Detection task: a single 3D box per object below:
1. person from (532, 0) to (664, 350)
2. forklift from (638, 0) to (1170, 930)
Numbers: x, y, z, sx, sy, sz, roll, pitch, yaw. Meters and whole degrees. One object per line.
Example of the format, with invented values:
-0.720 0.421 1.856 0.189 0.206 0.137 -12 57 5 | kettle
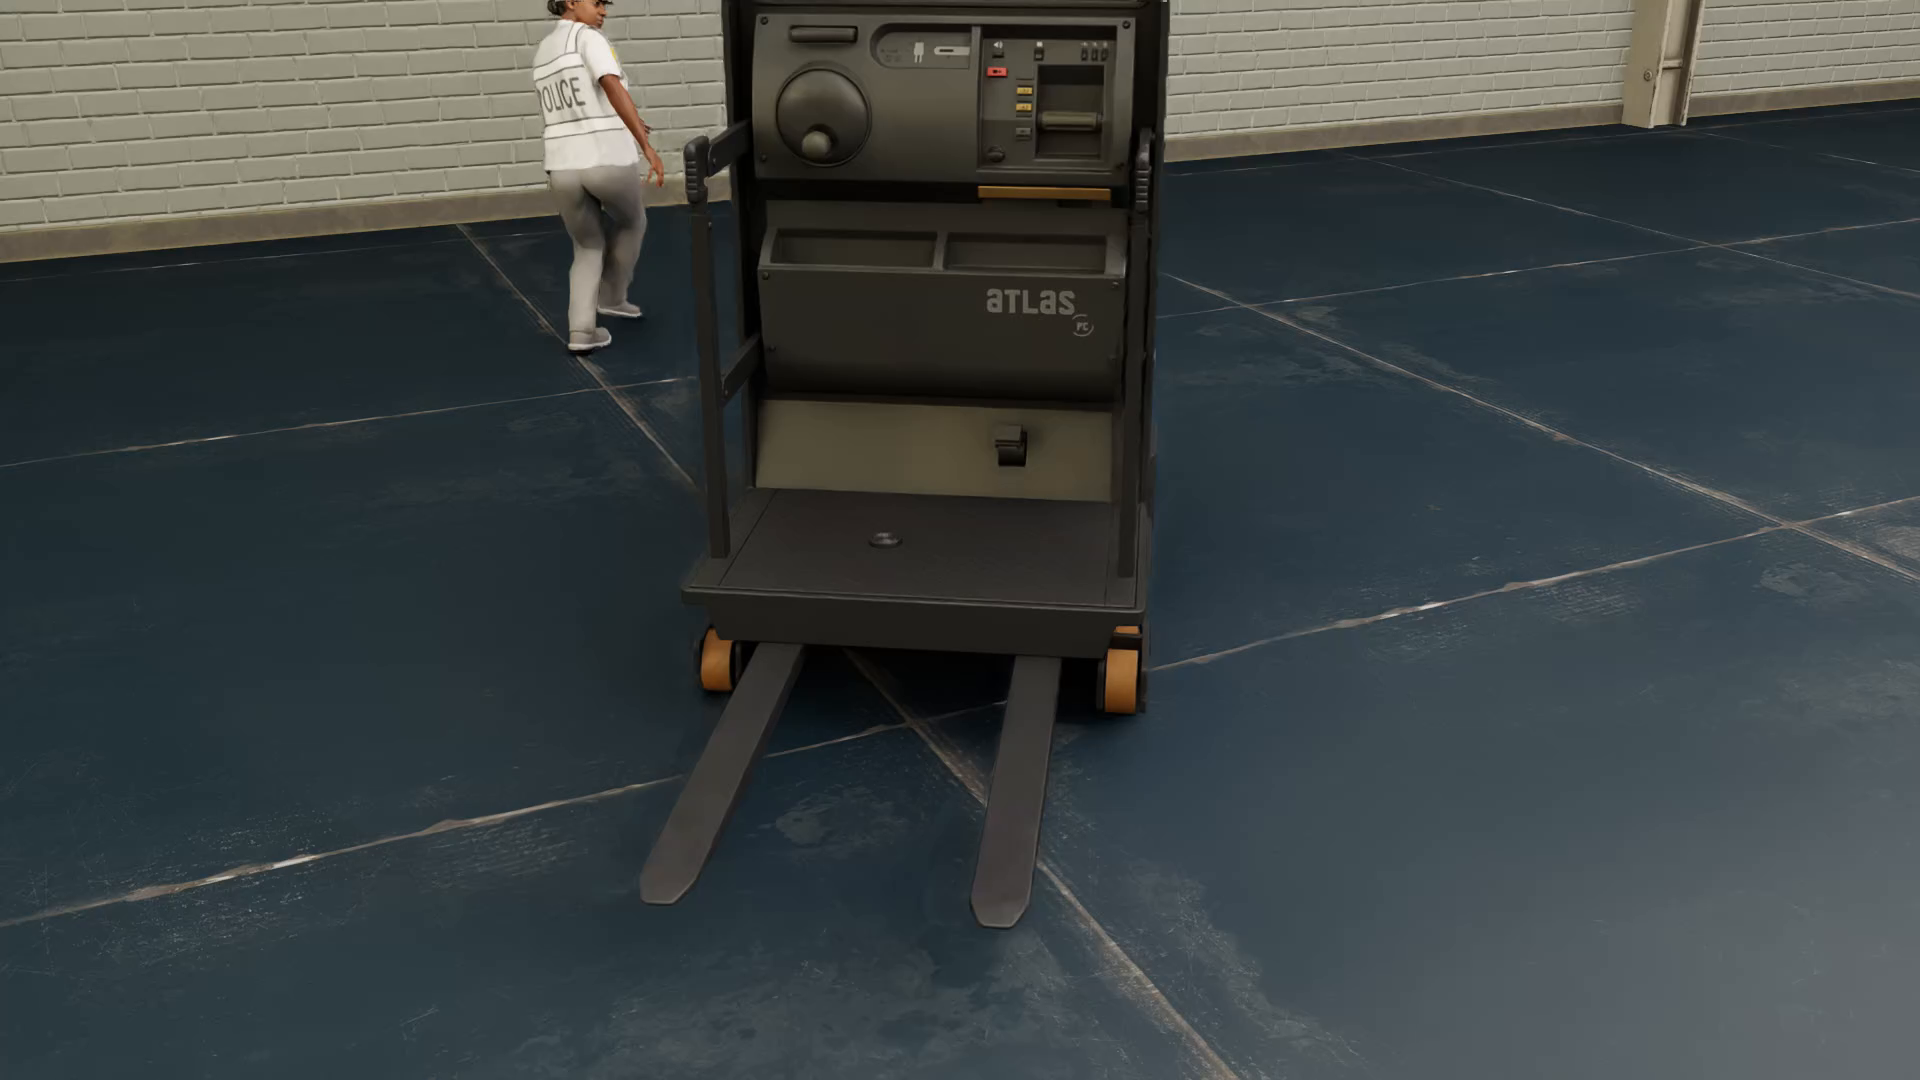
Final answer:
-1.420 -1.593 6.966 0.694 1.533 0.763 7 24 16 | person
-0.066 -1.064 3.846 1.130 2.935 3.031 3 23 6 | forklift
